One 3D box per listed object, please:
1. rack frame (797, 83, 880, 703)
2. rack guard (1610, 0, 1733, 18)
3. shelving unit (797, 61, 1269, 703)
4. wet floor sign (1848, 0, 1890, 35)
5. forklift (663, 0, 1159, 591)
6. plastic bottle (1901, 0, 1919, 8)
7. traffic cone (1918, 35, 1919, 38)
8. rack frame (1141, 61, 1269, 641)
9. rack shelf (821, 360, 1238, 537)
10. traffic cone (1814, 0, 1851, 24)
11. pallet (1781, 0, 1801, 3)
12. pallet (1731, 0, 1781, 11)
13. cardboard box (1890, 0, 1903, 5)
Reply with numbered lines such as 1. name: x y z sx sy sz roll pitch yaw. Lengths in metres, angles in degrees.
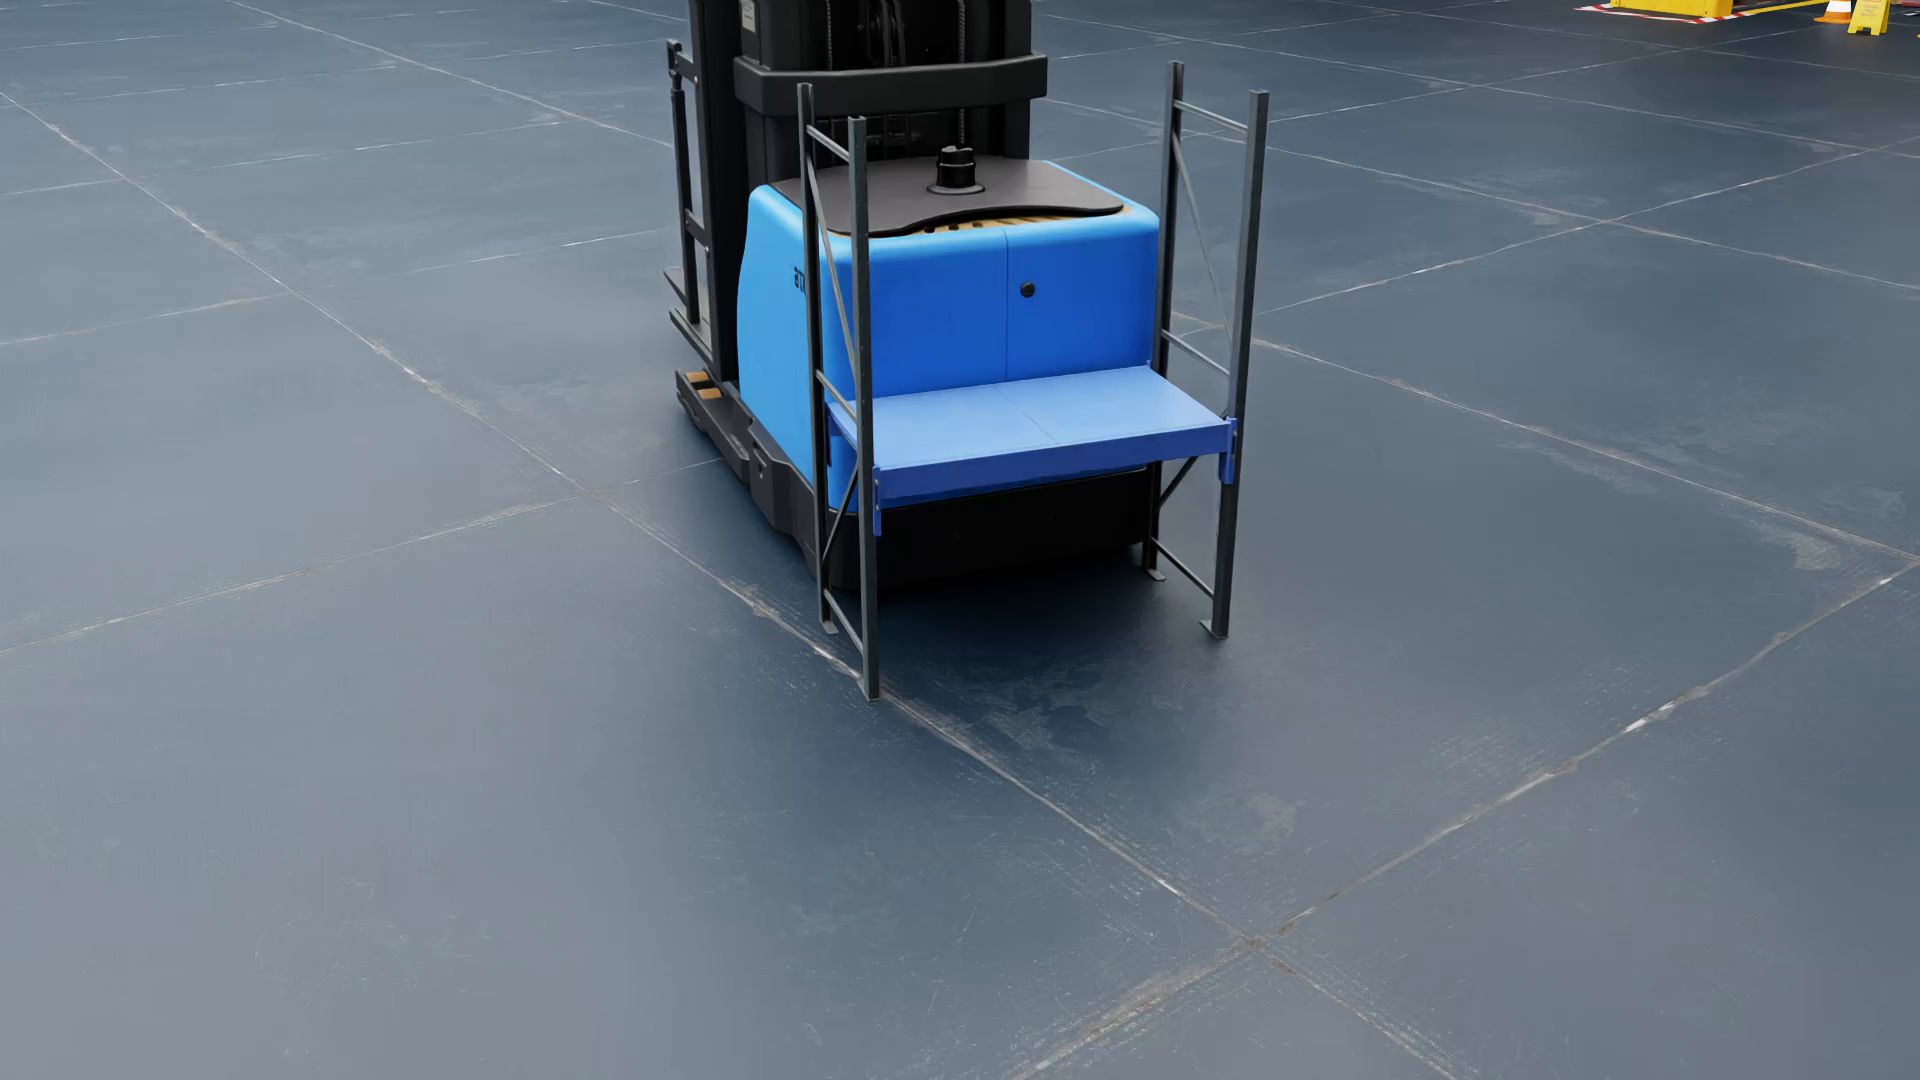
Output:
1. rack frame: -0.307 -0.356 4.235 0.032 1.500 0.500 -9 26 -18
2. rack guard: 7.136 -5.556 16.628 0.348 0.500 1.175 -18 31 -34
3. shelving unit: 0.172 -0.428 4.390 1.048 1.500 0.538 -9 26 -18
4. wet floor sign: 8.354 -4.965 15.182 0.267 0.644 0.232 21 32 37
5. forklift: -0.423 -1.778 5.600 1.130 2.935 3.031 -9 27 -20
6. plastic bottle: 9.764 -5.463 16.950 0.283 0.061 0.133 15 29 29
7. traffic cone: 8.878 -4.751 14.936 0.334 0.463 0.336 -18 31 -34
8. rack frame: 0.651 -0.500 4.545 0.032 1.500 0.500 -9 26 -18
9. rack shelf: 0.172 -0.264 4.465 1.000 0.185 0.538 -9 26 -18
10. traffic cone: 8.449 -5.213 15.933 0.334 0.463 0.336 -18 31 -34
11. pallet: 8.695 -5.980 17.885 1.213 0.211 1.003 -18 31 -34
12. pallet: 7.735 -5.665 17.206 1.213 0.211 1.003 -18 31 -34
13. cardboard box: 9.714 -5.860 17.279 0.500 0.500 0.500 -13 28 -25
